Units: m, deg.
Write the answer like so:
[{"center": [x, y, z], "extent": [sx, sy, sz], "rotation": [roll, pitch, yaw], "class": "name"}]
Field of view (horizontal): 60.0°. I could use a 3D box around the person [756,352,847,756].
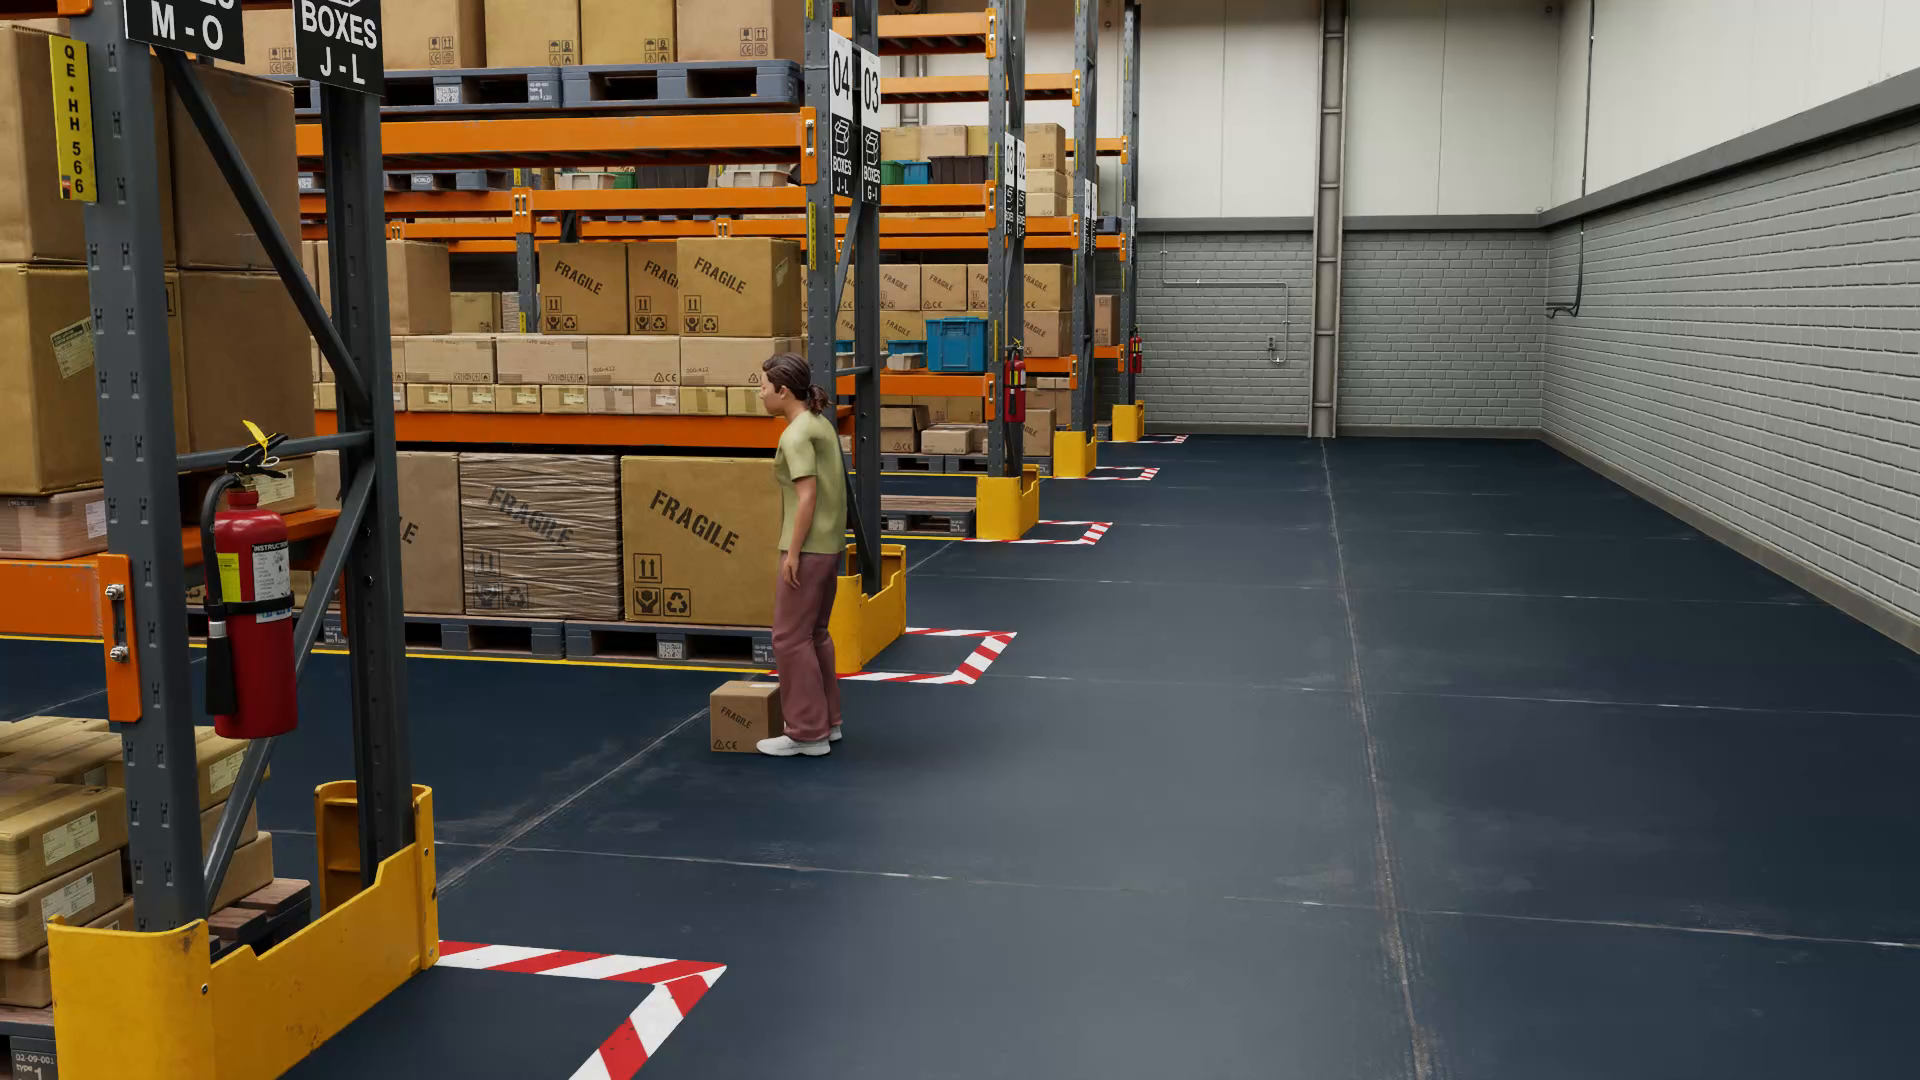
[{"center": [-0.658, 0.056, 6.934], "extent": [0.362, 1.671, 0.519], "rotation": [1, 8, 8], "class": "person"}]
